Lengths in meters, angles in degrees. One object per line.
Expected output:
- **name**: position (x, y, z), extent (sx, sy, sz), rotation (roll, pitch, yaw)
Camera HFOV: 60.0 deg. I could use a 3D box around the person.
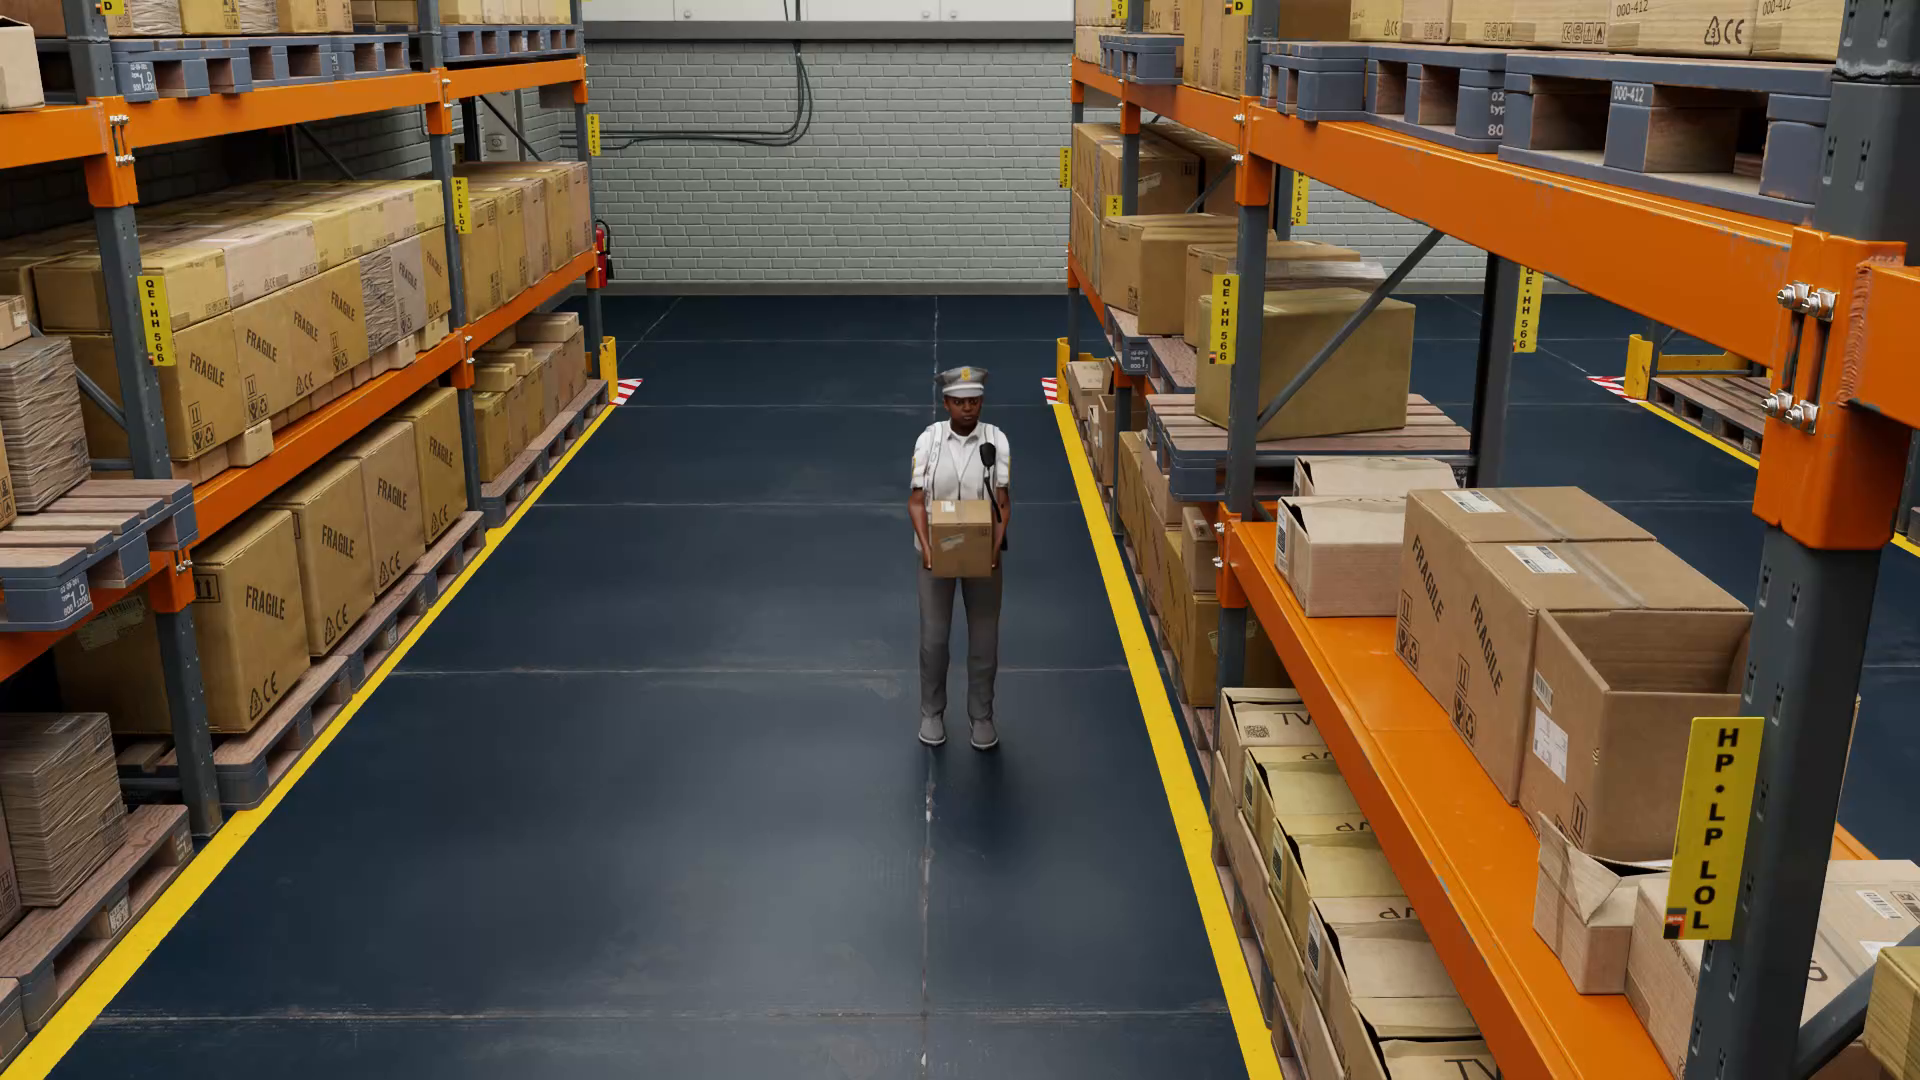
- **person**: position (0.000, 0.086, 7.232), extent (0.450, 1.690, 0.514), rotation (0, 17, -1)
